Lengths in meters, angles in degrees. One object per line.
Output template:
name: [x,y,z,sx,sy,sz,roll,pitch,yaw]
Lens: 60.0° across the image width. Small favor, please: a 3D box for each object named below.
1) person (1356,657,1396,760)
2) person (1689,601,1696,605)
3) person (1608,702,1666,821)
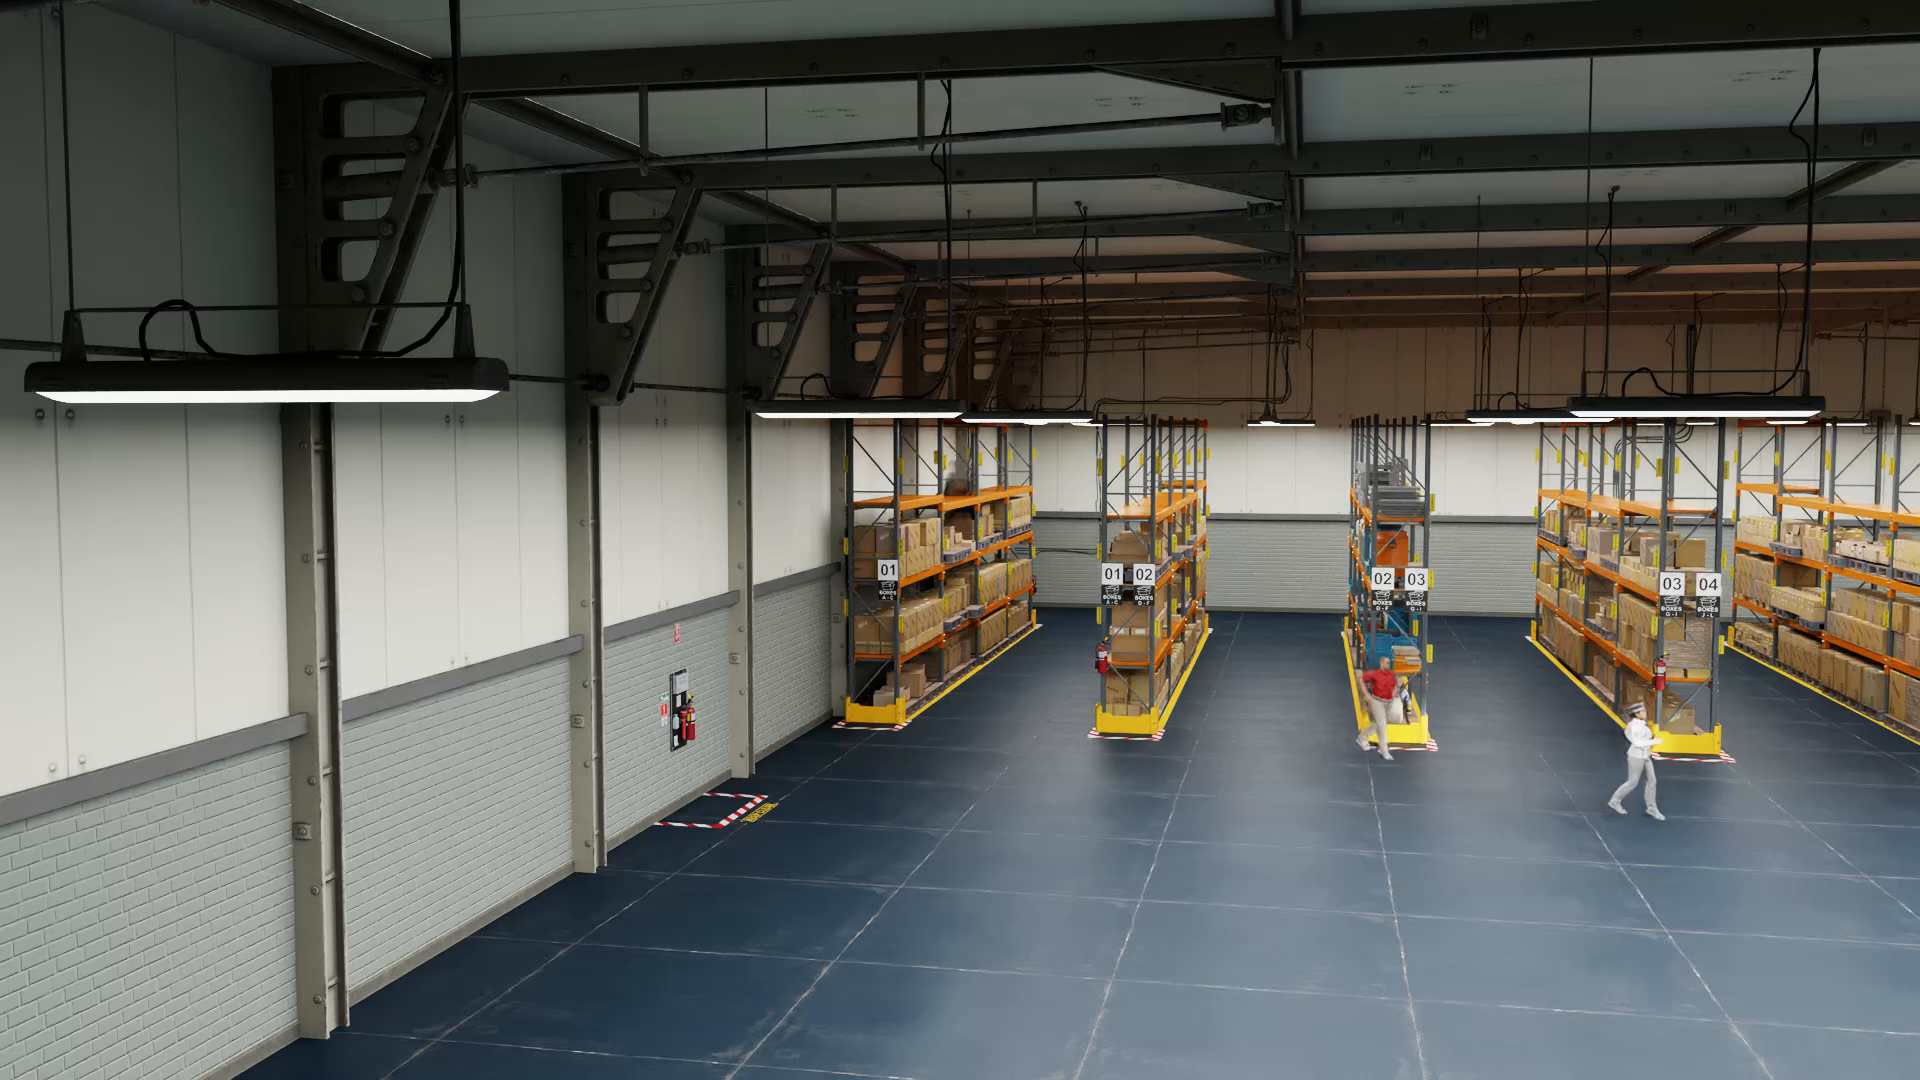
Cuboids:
person: [7.407,2.936,29.279,0.686,1.758,0.904,-3,5,-37]
person: [19.078,1.948,43.934,0.758,1.697,0.581,3,5,41]
person: [9.966,3.230,24.445,0.785,1.730,0.600,3,5,35]
